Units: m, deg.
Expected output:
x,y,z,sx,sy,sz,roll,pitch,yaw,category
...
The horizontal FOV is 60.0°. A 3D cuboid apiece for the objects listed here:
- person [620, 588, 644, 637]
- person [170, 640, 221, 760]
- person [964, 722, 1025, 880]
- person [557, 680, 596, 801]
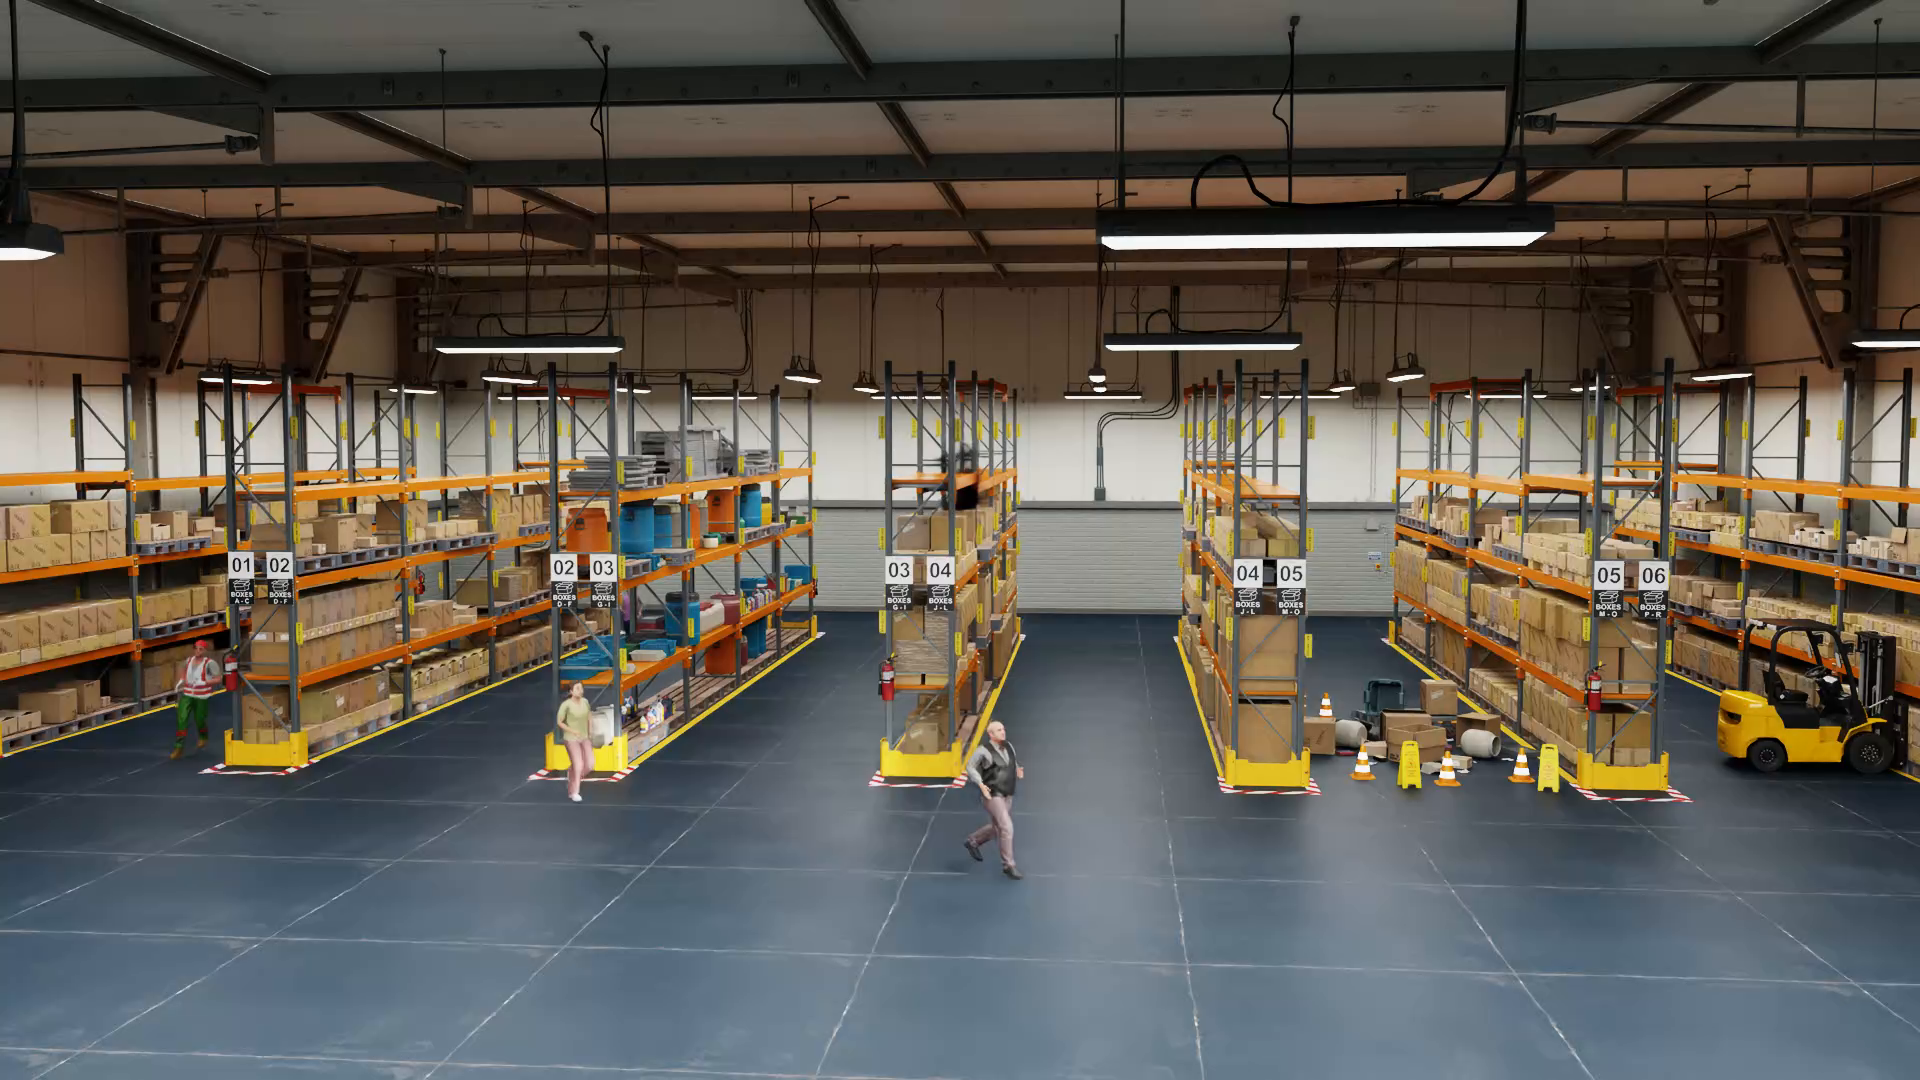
x,y,z,sx,sy,sz,roll,pitch,yaw,category
-7.287,1.790,36.803,0.545,1.568,0.879,0,4,-5,person
-11.751,2.418,25.647,0.711,1.773,0.979,0,4,-3,person
0.407,2.908,18.816,0.890,1.732,0.648,3,5,40,person
-5.200,2.708,22.578,0.570,1.634,0.614,3,5,40,person
